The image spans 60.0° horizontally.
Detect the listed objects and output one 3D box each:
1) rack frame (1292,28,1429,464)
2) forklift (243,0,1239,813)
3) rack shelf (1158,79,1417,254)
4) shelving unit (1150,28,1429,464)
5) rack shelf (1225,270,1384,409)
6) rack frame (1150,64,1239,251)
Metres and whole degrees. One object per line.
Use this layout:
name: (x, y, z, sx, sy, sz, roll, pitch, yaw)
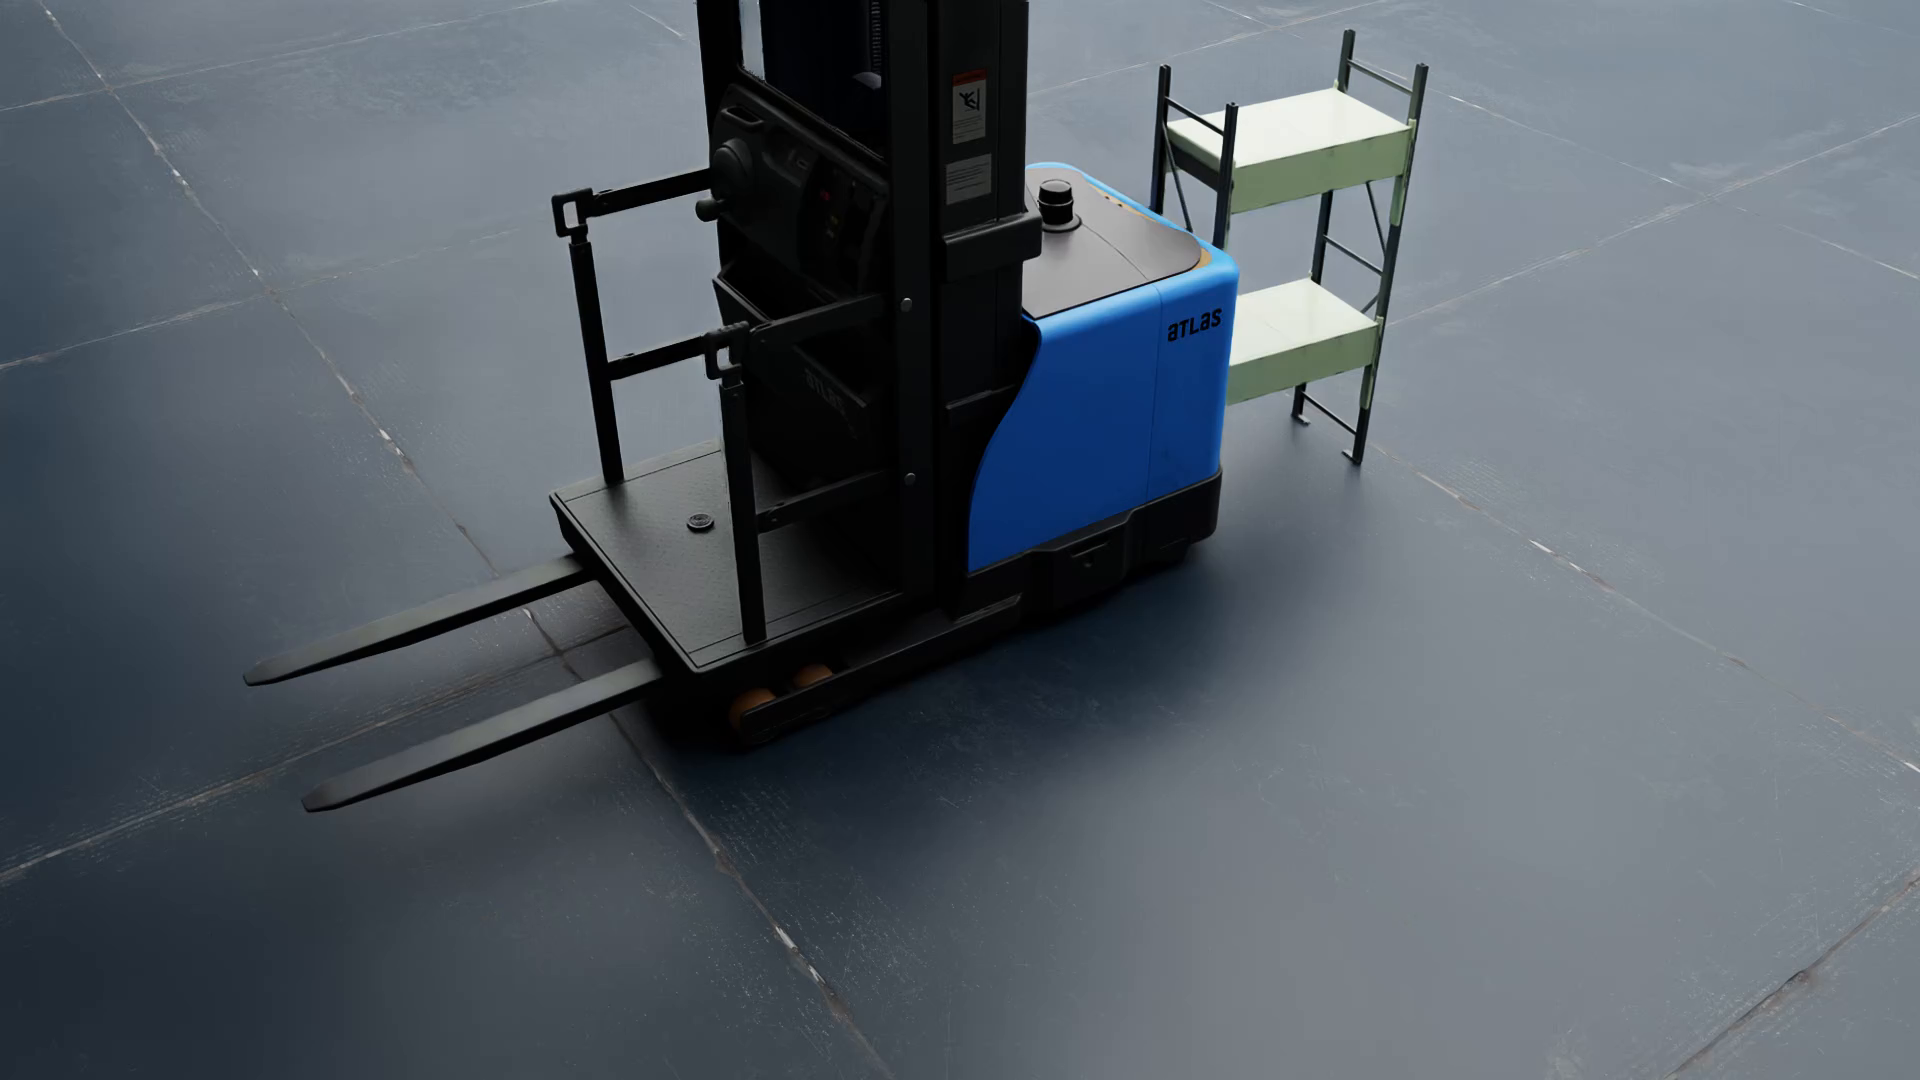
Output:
rack frame: (1.385, -0.997, 5.851, 0.023, 1.500, 0.400, -17, 39, -22)
forklift: (-0.634, -0.941, 4.549, 3.031, 2.935, 1.130, -21, 41, -26)
rack shelf: (1.061, -1.215, 5.486, 0.720, 0.370, 0.431, -17, 39, -22)
shelving unit: (1.061, -0.898, 5.714, 0.755, 1.500, 0.431, -17, 39, -22)
rack shelf: (1.061, -0.633, 5.904, 0.720, 0.370, 0.431, -17, 39, -22)
rack frame: (0.736, -0.799, 5.577, 0.023, 1.500, 0.400, -17, 39, -22)
